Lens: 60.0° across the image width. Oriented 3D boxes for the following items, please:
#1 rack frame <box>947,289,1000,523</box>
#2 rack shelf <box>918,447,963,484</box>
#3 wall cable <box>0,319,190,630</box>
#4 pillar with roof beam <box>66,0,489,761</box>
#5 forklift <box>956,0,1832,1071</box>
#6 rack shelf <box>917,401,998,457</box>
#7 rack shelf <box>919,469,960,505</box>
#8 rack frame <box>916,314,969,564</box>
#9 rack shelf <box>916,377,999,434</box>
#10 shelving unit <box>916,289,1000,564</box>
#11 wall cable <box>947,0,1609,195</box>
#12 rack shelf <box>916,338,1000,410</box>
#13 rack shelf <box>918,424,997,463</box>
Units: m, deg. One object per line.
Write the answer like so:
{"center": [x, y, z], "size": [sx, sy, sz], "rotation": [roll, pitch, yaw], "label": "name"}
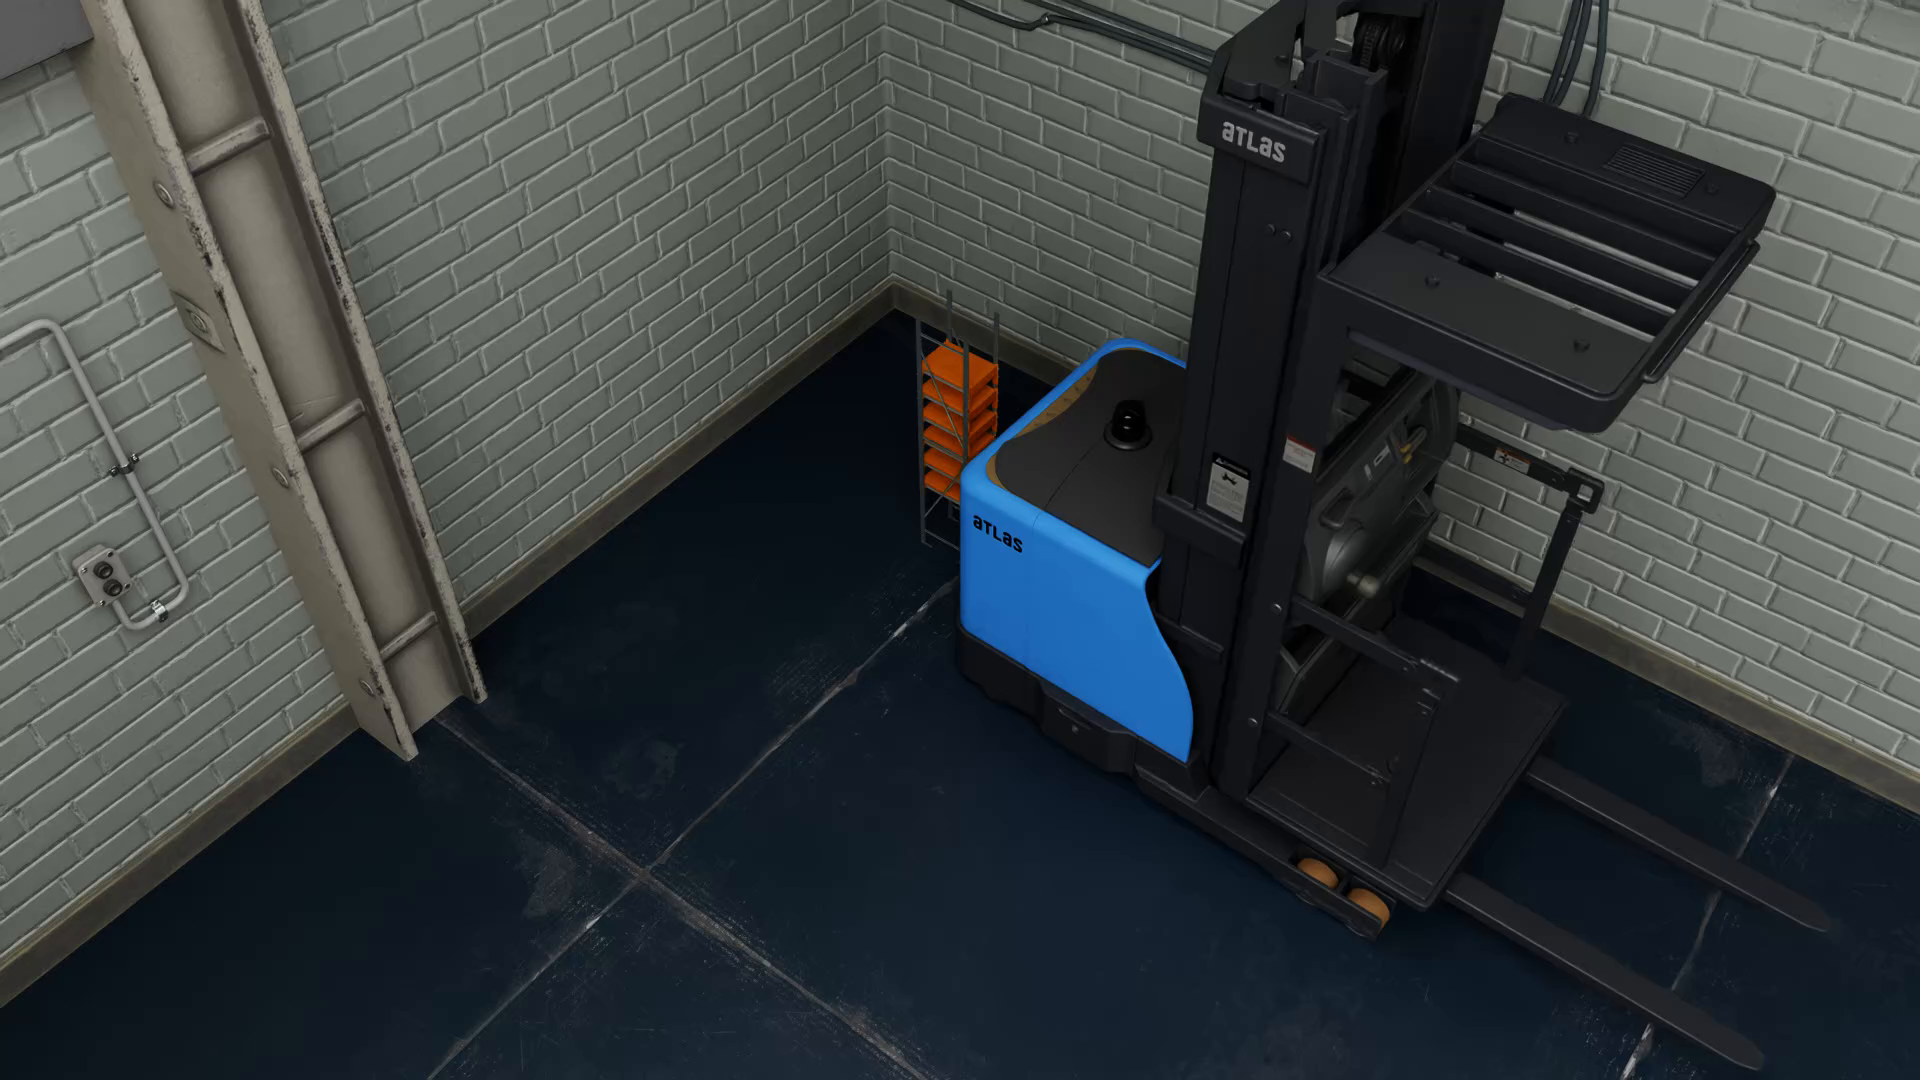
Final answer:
{"center": [0.047, -0.459, 6.523], "size": [0.240, 1.200, 0.006], "rotation": [29, 53, 25], "label": "rack frame"}
{"center": [-0.009, -0.293, 6.592], "size": [0.258, 0.103, 0.180], "rotation": [29, 53, 25], "label": "rack shelf"}
{"center": [-2.970, 0.028, 4.111], "size": [0.084, 1.984, 1.851], "rotation": [29, 53, 25], "label": "wall cable"}
{"center": [1.368, -0.567, 1.233], "size": [9.100, 9.000, 0.400], "rotation": [29, 53, 25], "label": "pillar with roof beam"}
{"center": [1.453, -0.111, 4.994], "size": [3.031, 2.935, 1.130], "rotation": [30, 53, 25], "label": "forklift"}
{"center": [-0.009, -0.458, 6.418], "size": [0.258, 0.103, 0.180], "rotation": [29, 53, 25], "label": "rack shelf"}
{"center": [-0.009, -0.210, 6.679], "size": [0.258, 0.103, 0.180], "rotation": [29, 53, 25], "label": "rack shelf"}
{"center": [-0.065, -0.354, 6.423], "size": [0.240, 1.200, 0.006], "rotation": [29, 53, 25], "label": "rack frame"}
{"center": [-0.009, -0.541, 6.332], "size": [0.258, 0.103, 0.180], "rotation": [29, 53, 25], "label": "rack shelf"}
{"center": [-0.009, -0.406, 6.473], "size": [0.258, 1.200, 0.189], "rotation": [29, 53, 25], "label": "shelving unit"}
{"center": [0.736, -2.549, 5.273], "size": [3.097, 2.526, 0.112], "rotation": [29, 53, 25], "label": "wall cable"}
{"center": [-0.009, -0.624, 6.245], "size": [0.258, 0.103, 0.180], "rotation": [29, 53, 25], "label": "rack shelf"}
{"center": [-0.009, -0.375, 6.505], "size": [0.258, 0.103, 0.180], "rotation": [29, 53, 25], "label": "rack shelf"}
